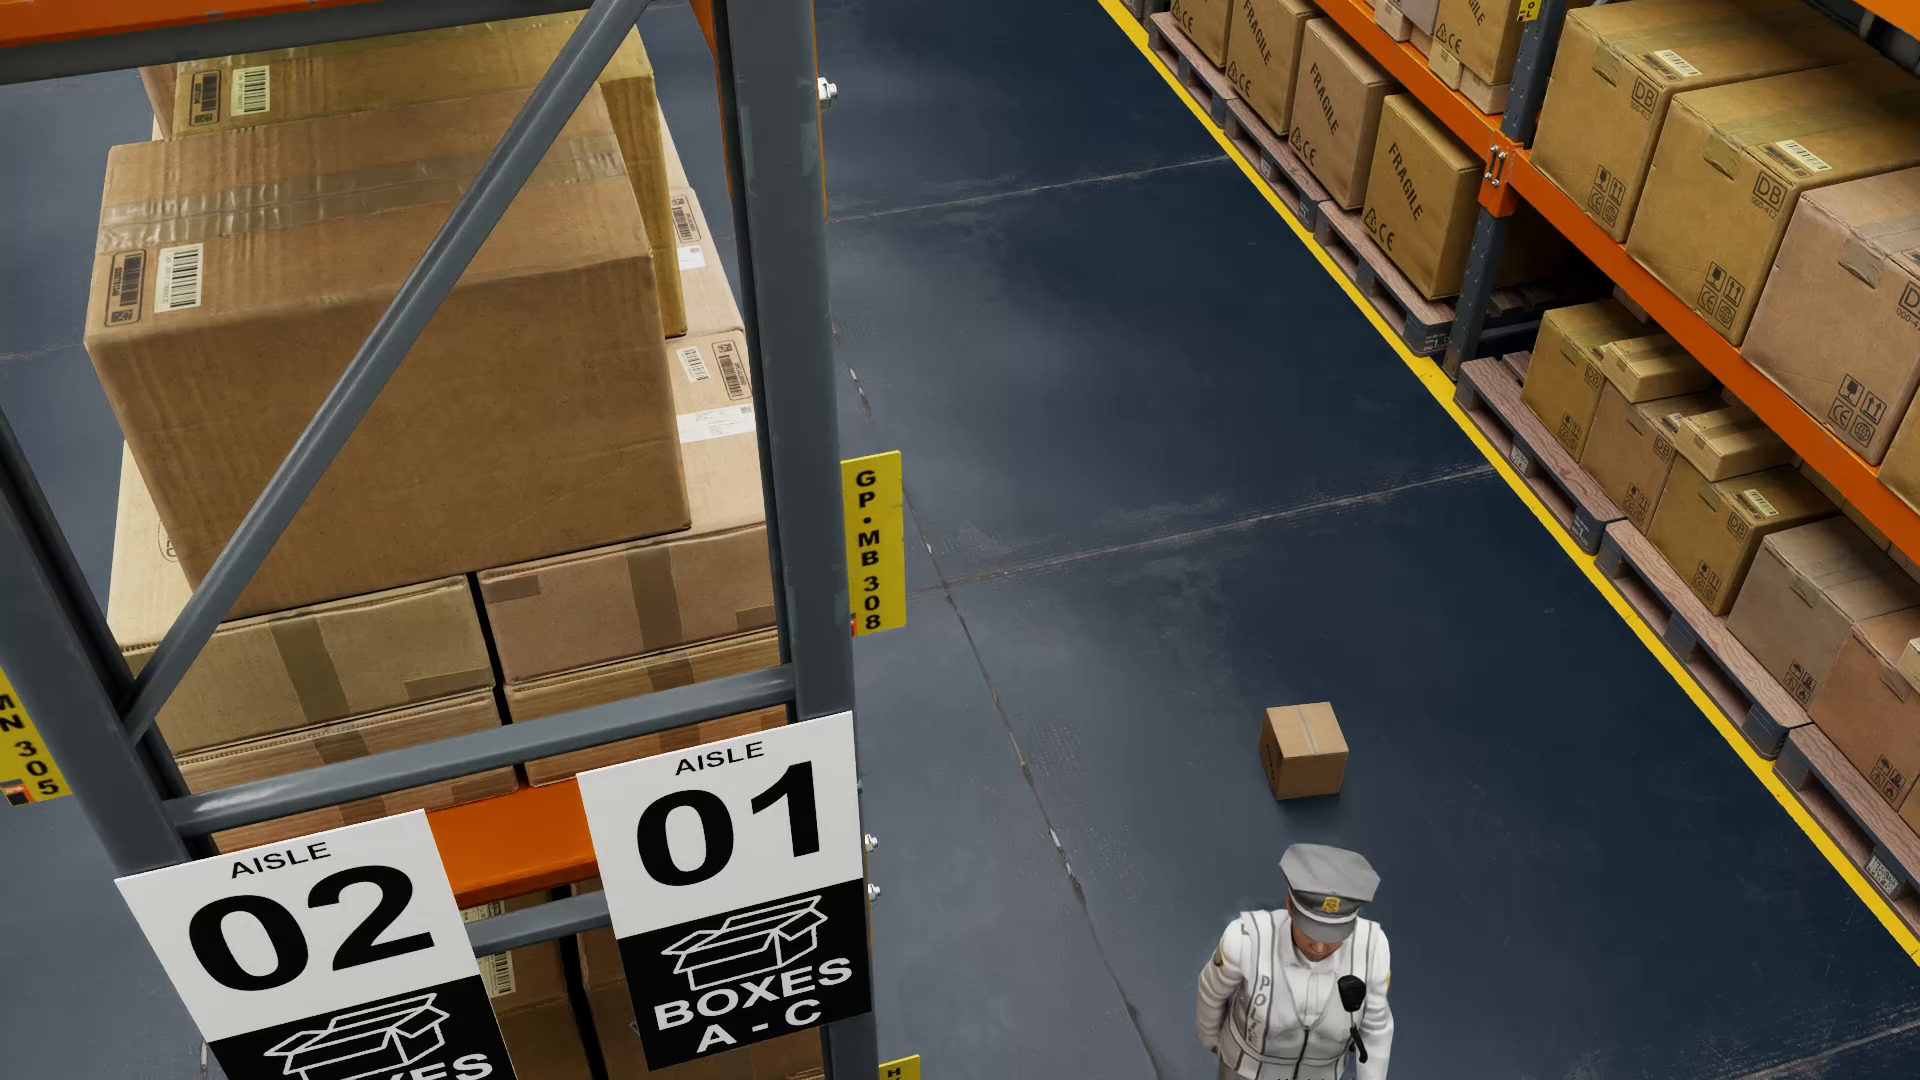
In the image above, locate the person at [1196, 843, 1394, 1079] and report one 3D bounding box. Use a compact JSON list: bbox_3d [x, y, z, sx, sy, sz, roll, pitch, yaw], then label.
[{"bbox_3d":[0.904,1.461,4.529,0.500,1.654,0.922,-1,43,-1],"label":"person"}]
